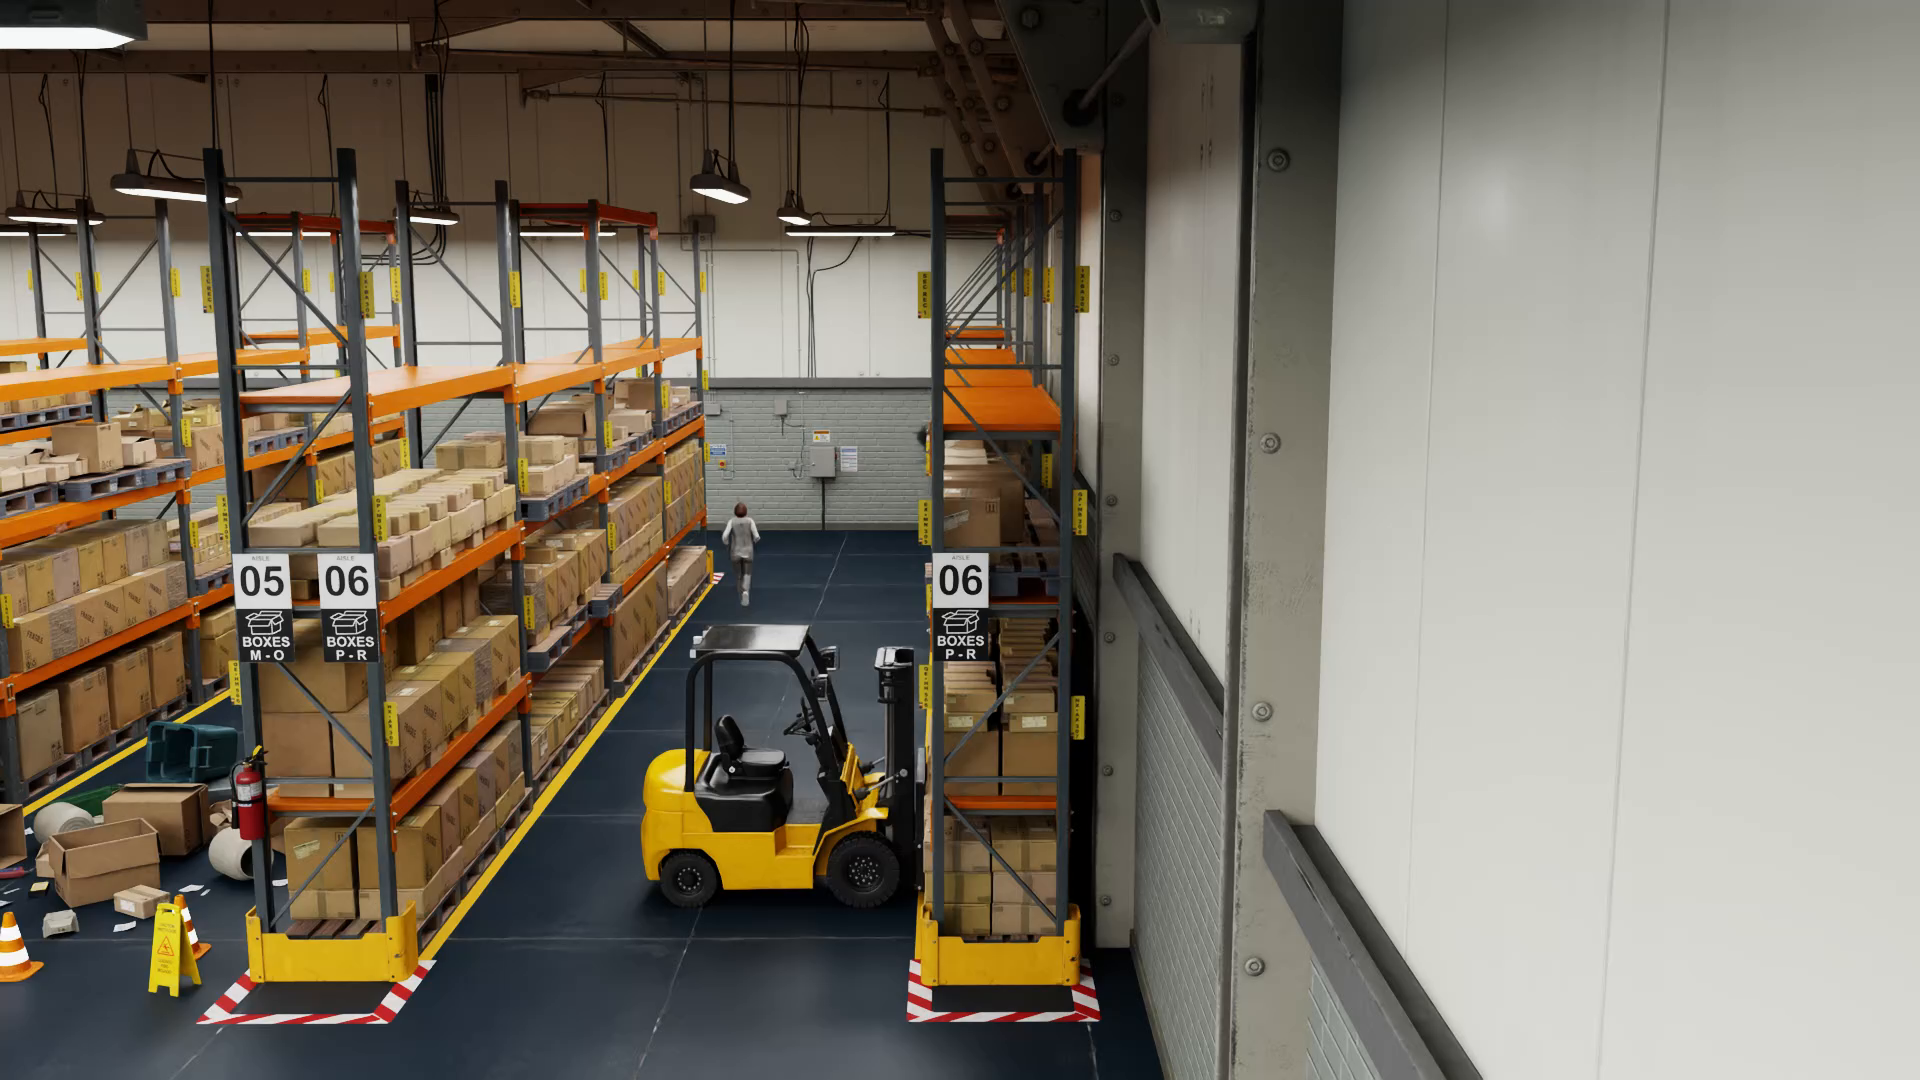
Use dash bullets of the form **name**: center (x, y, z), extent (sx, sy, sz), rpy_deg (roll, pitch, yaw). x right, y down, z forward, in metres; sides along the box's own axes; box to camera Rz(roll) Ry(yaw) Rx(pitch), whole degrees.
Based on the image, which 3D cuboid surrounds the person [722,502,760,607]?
- **person**: center (-3.189, 0.230, 24.294), extent (0.542, 1.581, 0.613), rpy_deg (-1, 9, -5)

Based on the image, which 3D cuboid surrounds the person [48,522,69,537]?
- **person**: center (-12.780, 0.515, 23.783), extent (0.655, 1.770, 0.821), rpy_deg (-1, 9, -7)
